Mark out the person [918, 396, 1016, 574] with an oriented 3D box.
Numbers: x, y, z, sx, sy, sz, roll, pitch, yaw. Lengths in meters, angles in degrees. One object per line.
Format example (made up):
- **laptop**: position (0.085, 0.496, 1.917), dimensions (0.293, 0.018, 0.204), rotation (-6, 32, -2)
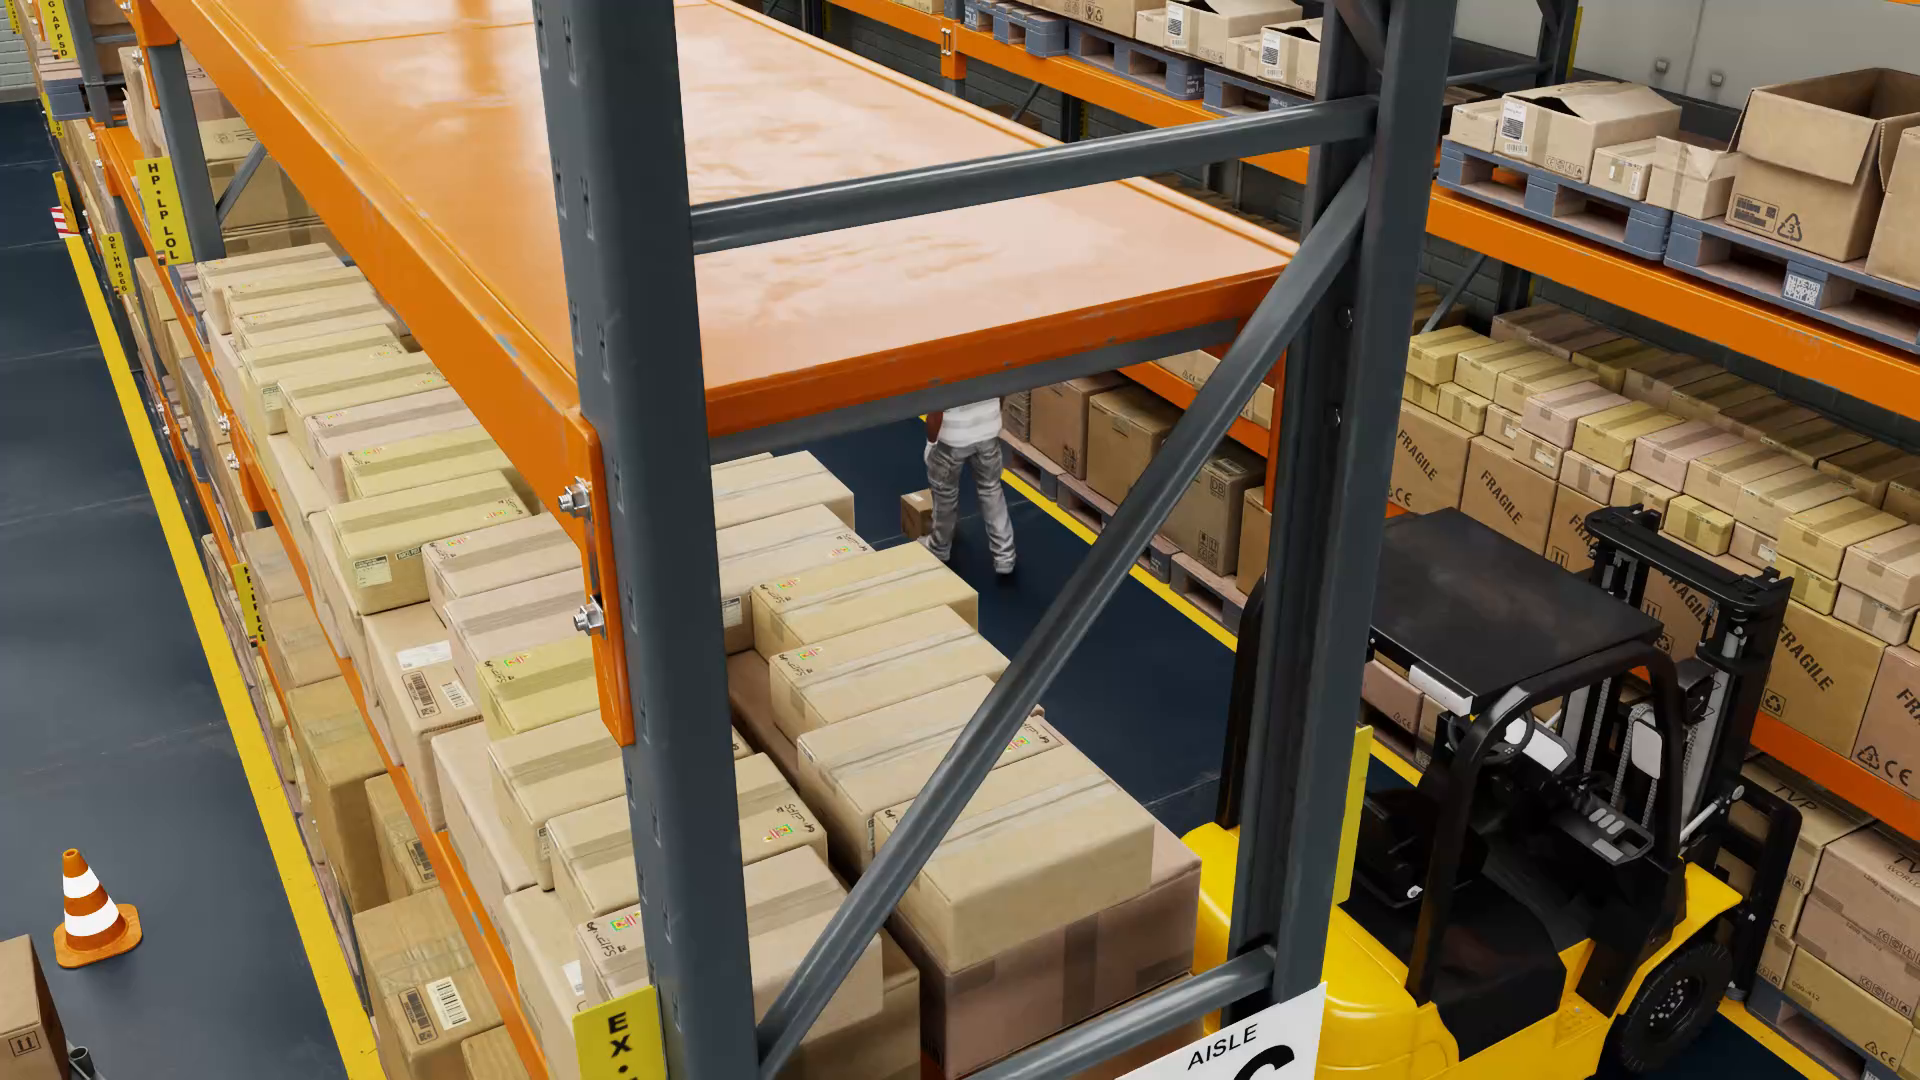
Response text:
- **person**: position (0.006, -0.636, 9.690), dimensions (0.573, 1.779, 0.721), rotation (-16, 32, -26)
